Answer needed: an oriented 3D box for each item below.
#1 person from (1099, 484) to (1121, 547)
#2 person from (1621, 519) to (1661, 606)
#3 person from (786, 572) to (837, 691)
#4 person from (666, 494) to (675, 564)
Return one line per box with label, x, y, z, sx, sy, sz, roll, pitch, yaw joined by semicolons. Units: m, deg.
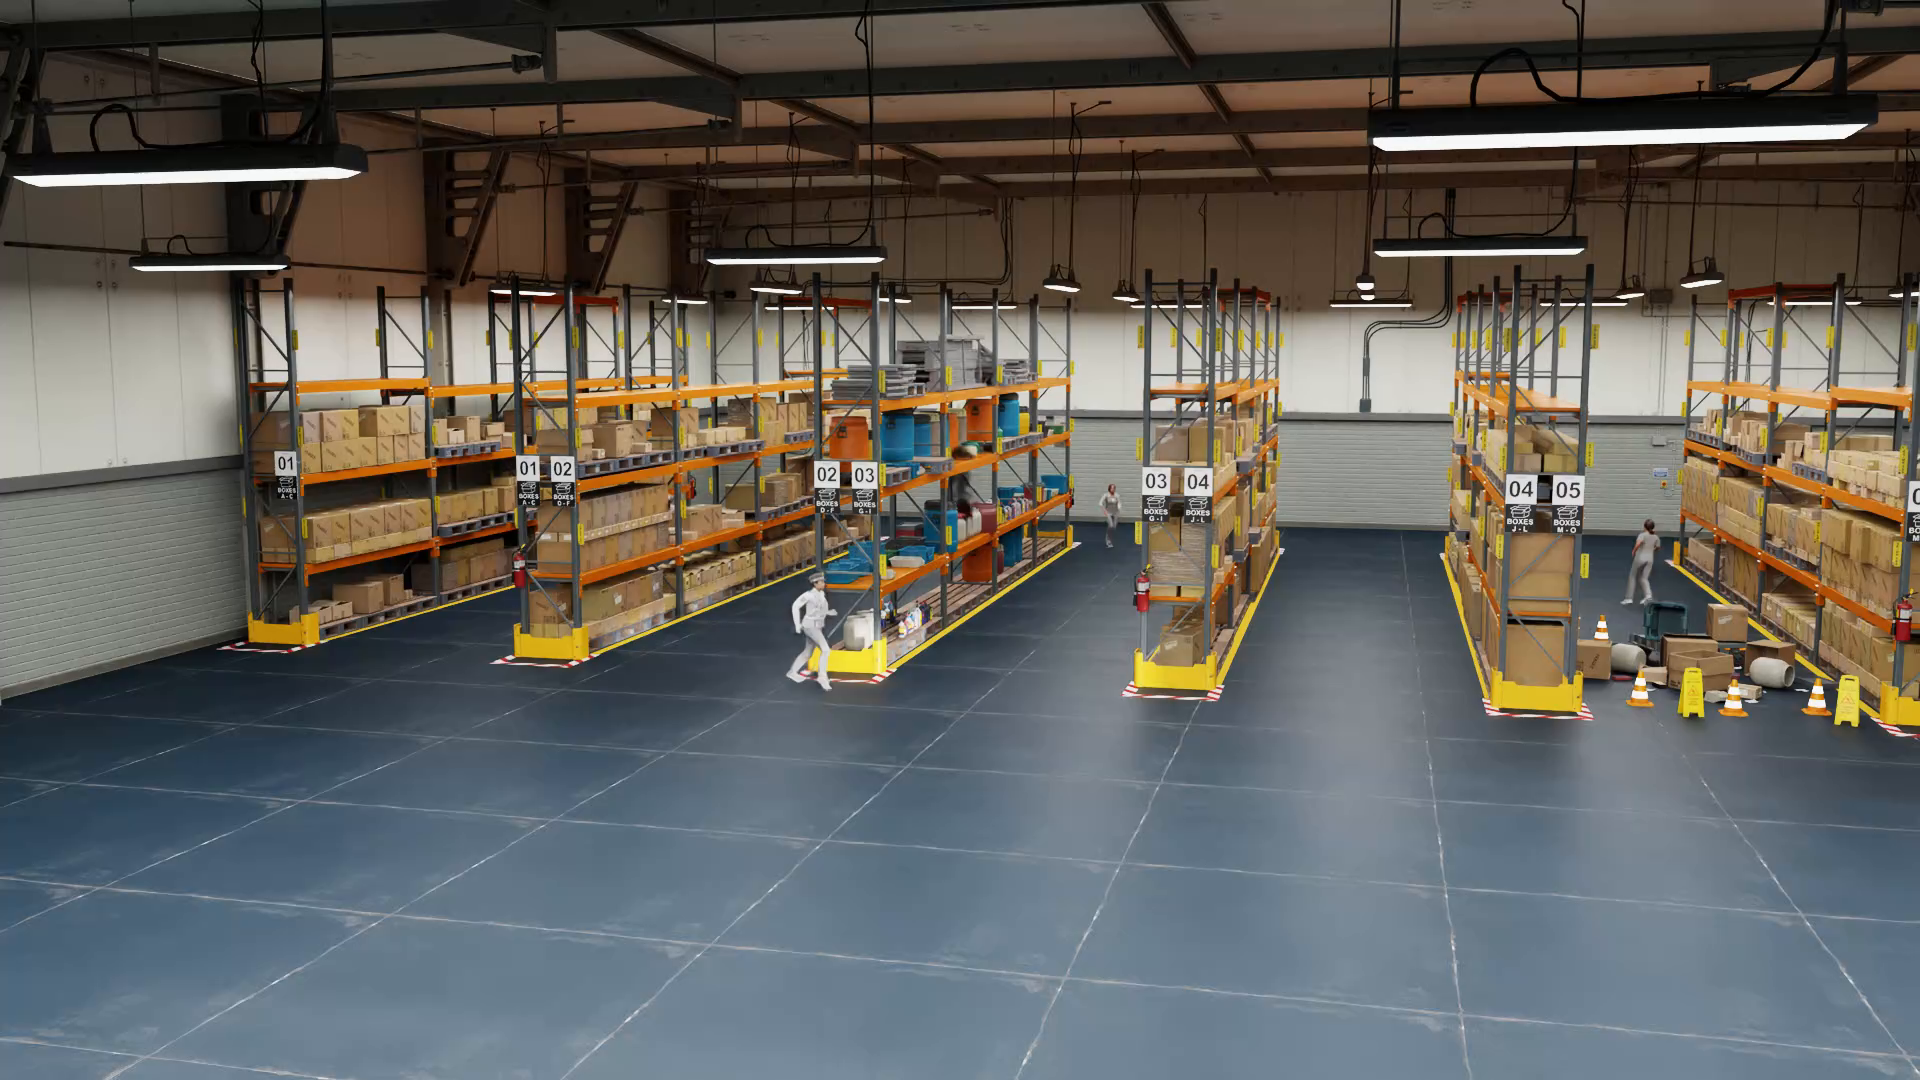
person;3.644;-0.586;40.183;0.509;1.532;0.683;-2;7;-18
person;12.948;0.444;31.346;0.585;1.652;0.917;-1;7;-6
person;-2.164;1.309;24.044;0.785;1.728;0.658;2;7;19
person;-6.203;-0.096;35.295;0.654;1.812;0.833;2;7;20
